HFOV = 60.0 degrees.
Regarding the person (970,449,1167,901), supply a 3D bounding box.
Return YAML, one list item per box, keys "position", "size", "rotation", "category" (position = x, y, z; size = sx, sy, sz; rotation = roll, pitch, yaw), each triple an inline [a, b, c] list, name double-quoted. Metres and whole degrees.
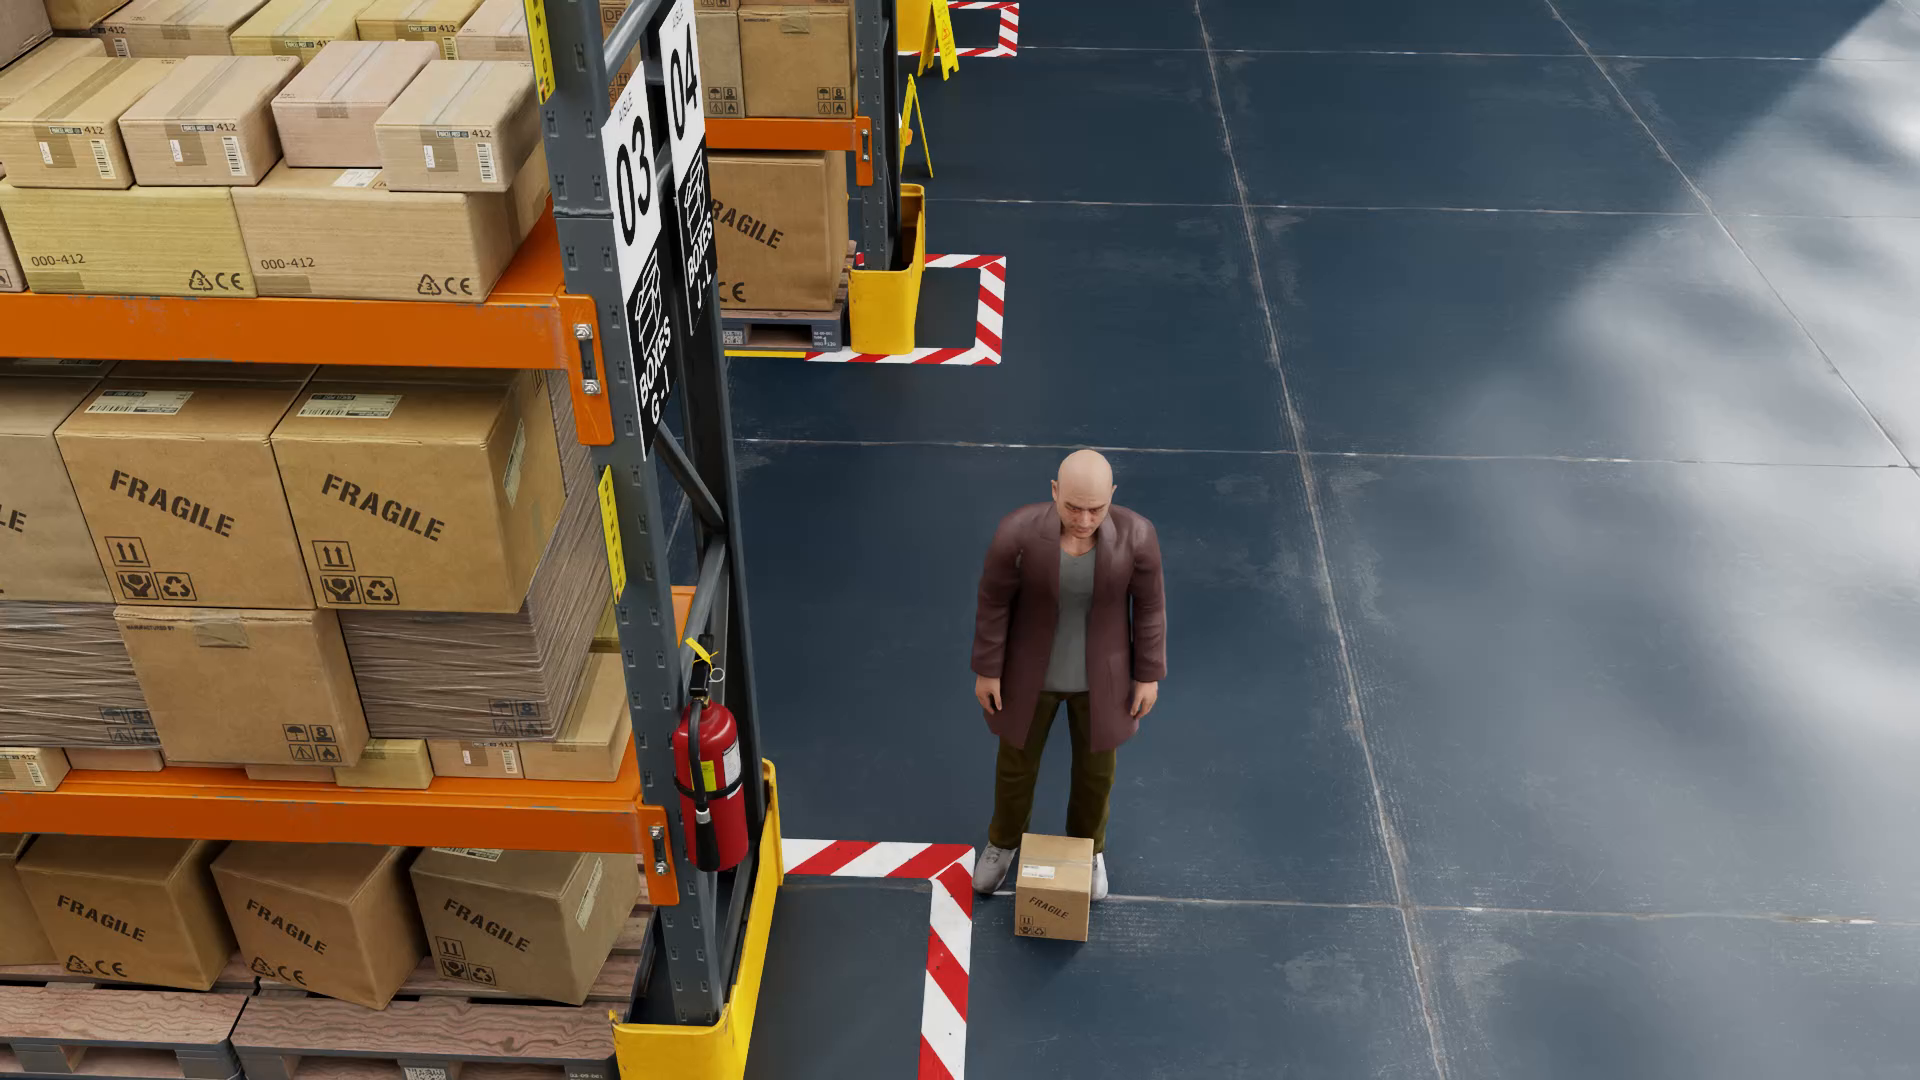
- position: [0.359, 0.445, 5.528]
  size: [0.653, 1.773, 0.425]
  rotation: [2, 35, 3]
  category: "person"
